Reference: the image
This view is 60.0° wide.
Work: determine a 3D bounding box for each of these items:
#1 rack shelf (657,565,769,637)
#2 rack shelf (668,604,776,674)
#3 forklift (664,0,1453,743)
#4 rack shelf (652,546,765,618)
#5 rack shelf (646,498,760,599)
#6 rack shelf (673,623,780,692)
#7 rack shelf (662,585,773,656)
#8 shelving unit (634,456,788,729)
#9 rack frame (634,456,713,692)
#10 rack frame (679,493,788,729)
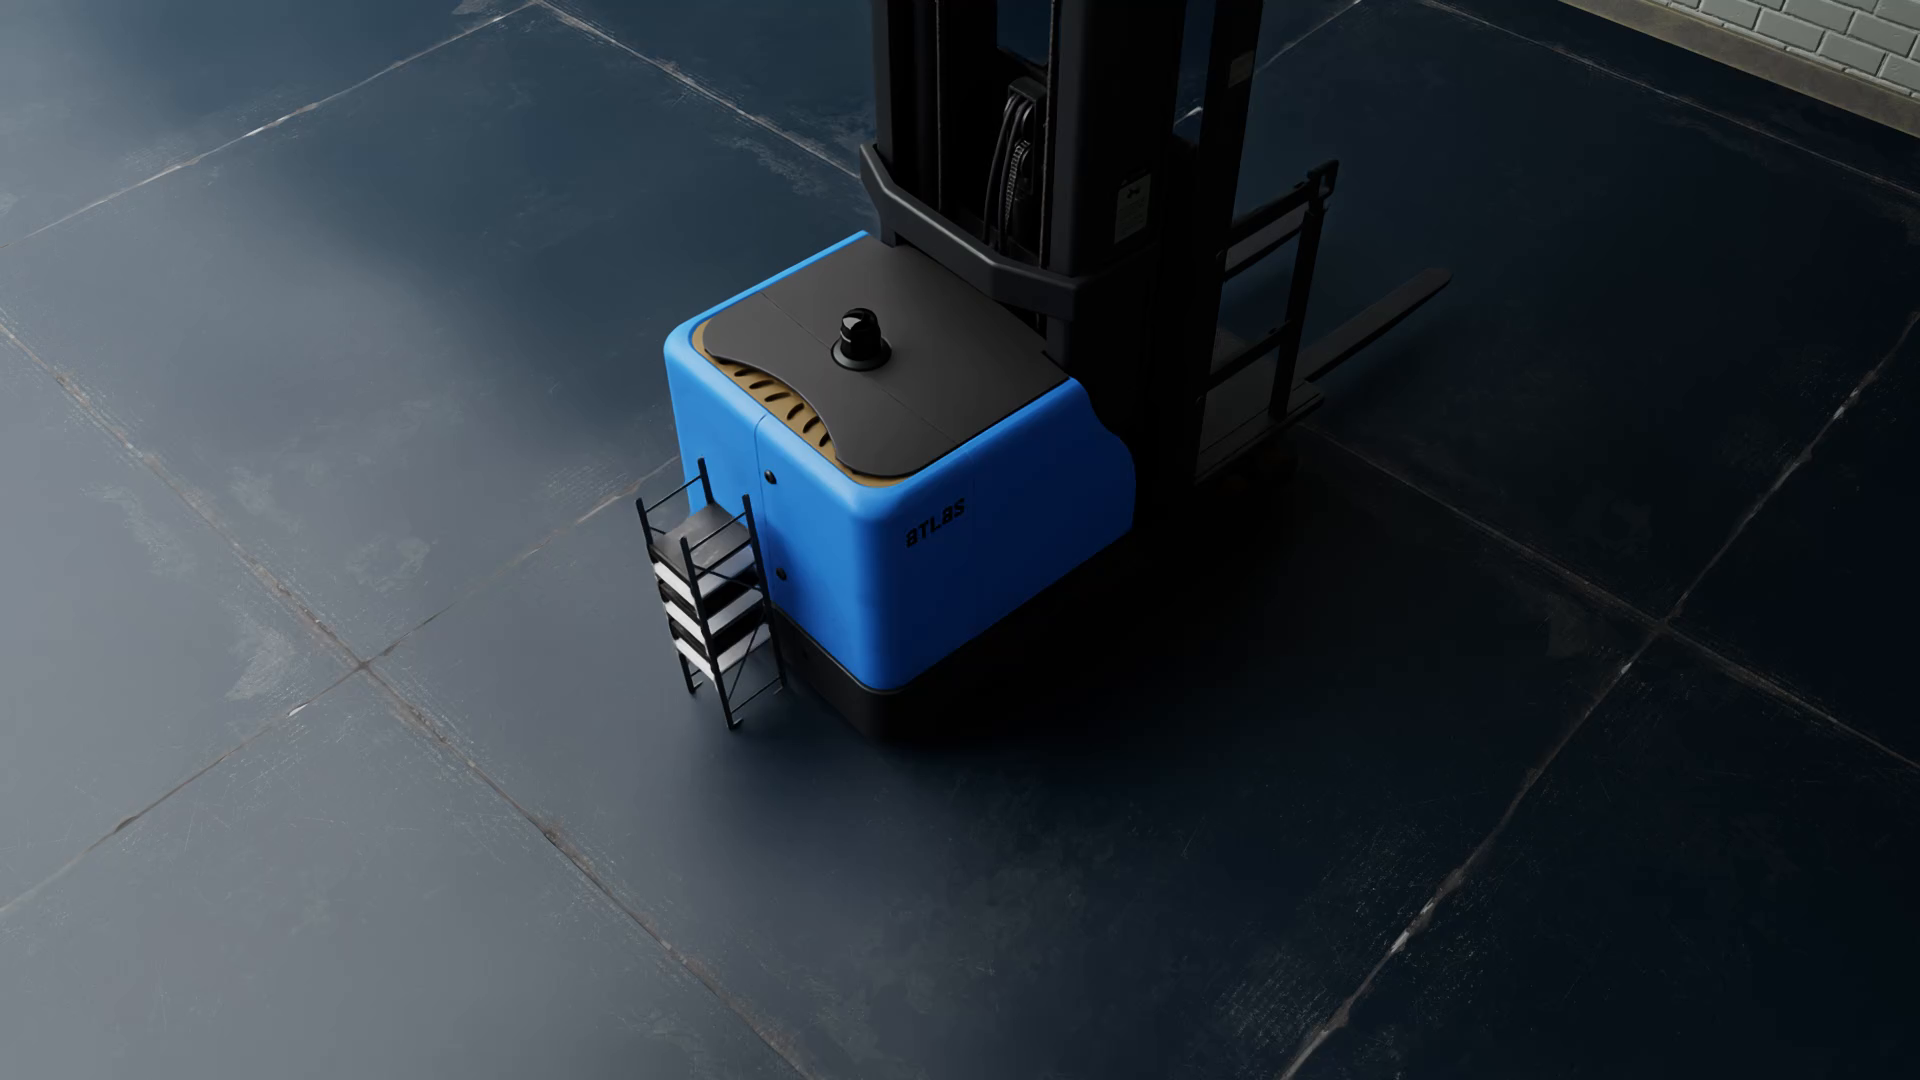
[{"bbox_3d":[-0.729,0.140,4.914,0.258,0.077,0.200,-37,57,-25],"label":"rack shelf"},{"bbox_3d":[-0.721,0.258,5.049,0.258,0.077,0.200,-37,57,-25],"label":"rack shelf"},{"bbox_3d":[0.552,-1.324,4.982,3.031,2.935,1.130,-33,55,-27],"label":"forklift"},{"bbox_3d":[-0.732,0.081,4.846,0.258,0.077,0.200,-37,57,-25],"label":"rack shelf"},{"bbox_3d":[-0.736,0.022,4.778,0.258,0.077,0.200,-37,57,-25],"label":"rack shelf"},{"bbox_3d":[-0.717,0.316,5.117,0.258,0.077,0.200,-37,57,-25],"label":"rack shelf"},{"bbox_3d":[-0.725,0.199,4.982,0.258,0.077,0.200,-37,57,-25],"label":"rack shelf"},{"bbox_3d":[-0.726,0.177,4.956,0.258,0.900,0.210,-37,57,-25],"label":"shelving unit"},{"bbox_3d":[-0.796,0.123,5.007,0.240,0.900,0.006,-37,57,-25],"label":"rack frame"},{"bbox_3d":[-0.656,0.230,4.906,0.240,0.900,0.006,-37,57,-25],"label":"rack frame"}]
